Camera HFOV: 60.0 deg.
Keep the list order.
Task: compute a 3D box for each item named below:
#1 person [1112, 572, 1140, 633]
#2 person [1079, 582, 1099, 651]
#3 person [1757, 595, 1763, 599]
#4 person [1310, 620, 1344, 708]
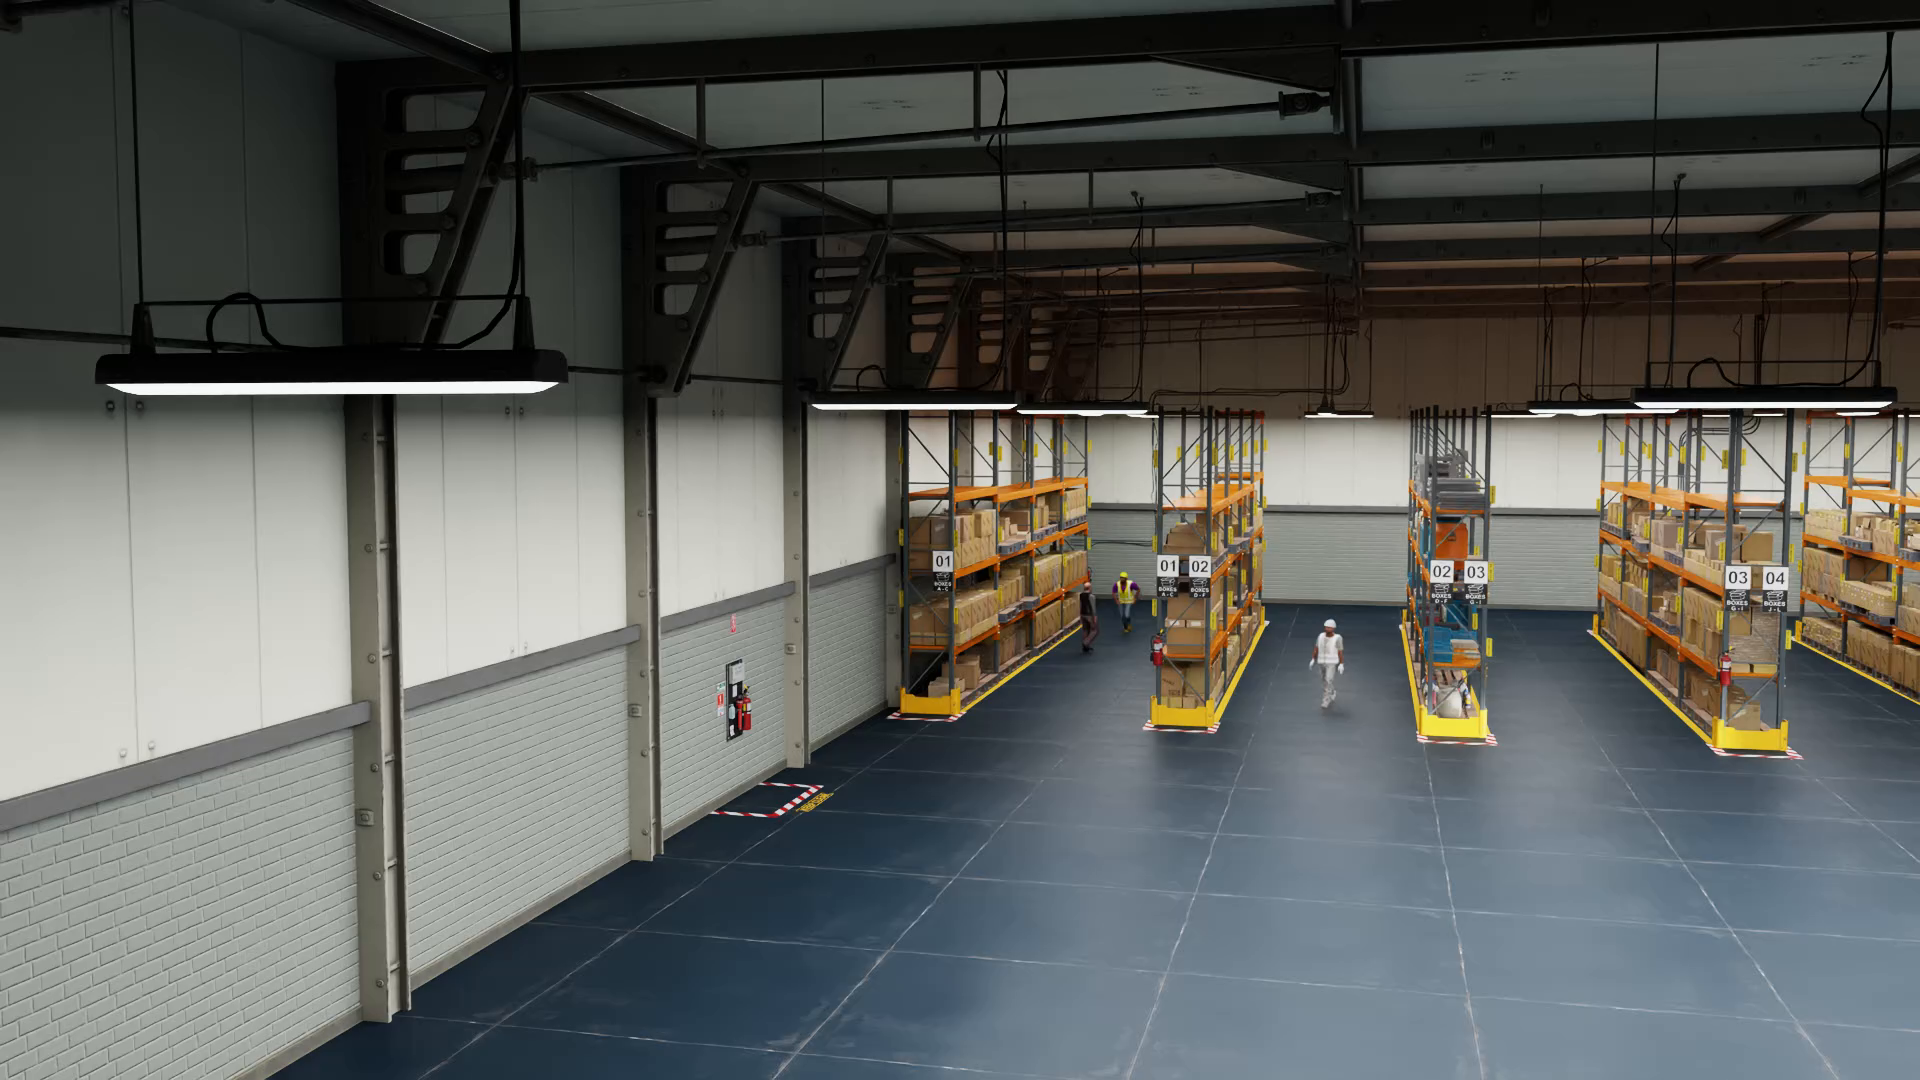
[{"bbox_3d":[4.463,1.683,44.735,0.732,1.667,0.696,2,4,21],"label":"person"},{"bbox_3d":[3.142,1.905,41.147,0.459,1.722,0.552,-3,5,-35],"label":"person"},{"bbox_3d":[22.534,1.581,46.657,0.482,1.539,0.955,2,5,30],"label":"person"},{"bbox_3d":[7.343,2.461,33.289,0.652,1.742,1.043,3,5,35],"label":"person"}]
